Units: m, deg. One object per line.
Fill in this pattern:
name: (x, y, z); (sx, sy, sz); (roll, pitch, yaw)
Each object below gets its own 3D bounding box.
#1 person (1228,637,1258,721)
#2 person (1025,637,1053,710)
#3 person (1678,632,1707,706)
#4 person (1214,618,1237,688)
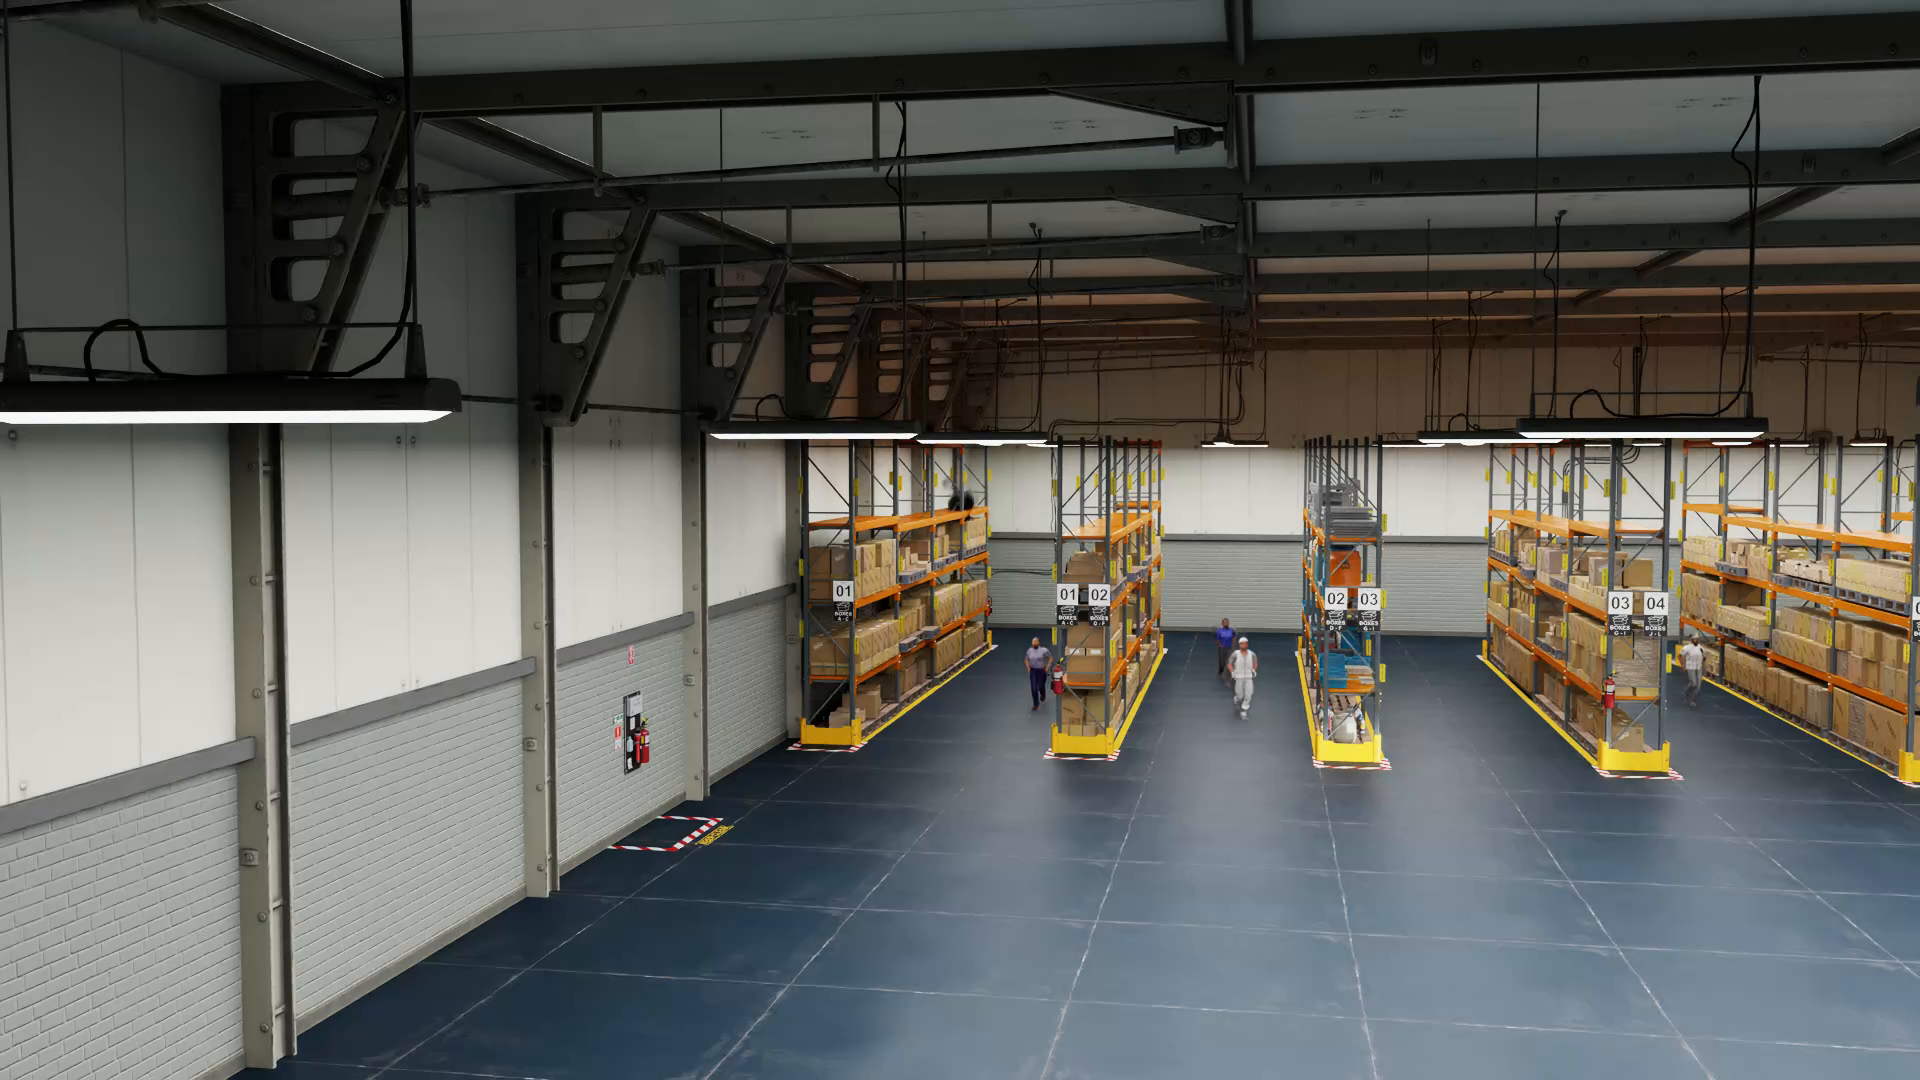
person: (6.028, 2.941, 35.367); (0.656, 1.749, 0.704); (0, 3, -4)
person: (1.730, 2.947, 36.775); (0.615, 1.606, 0.625); (1, 3, 16)
person: (16.383, 2.887, 37.062); (0.564, 1.658, 0.558); (0, 3, -3)
person: (6.460, 2.726, 40.451); (0.579, 1.659, 0.859); (0, 3, 0)
